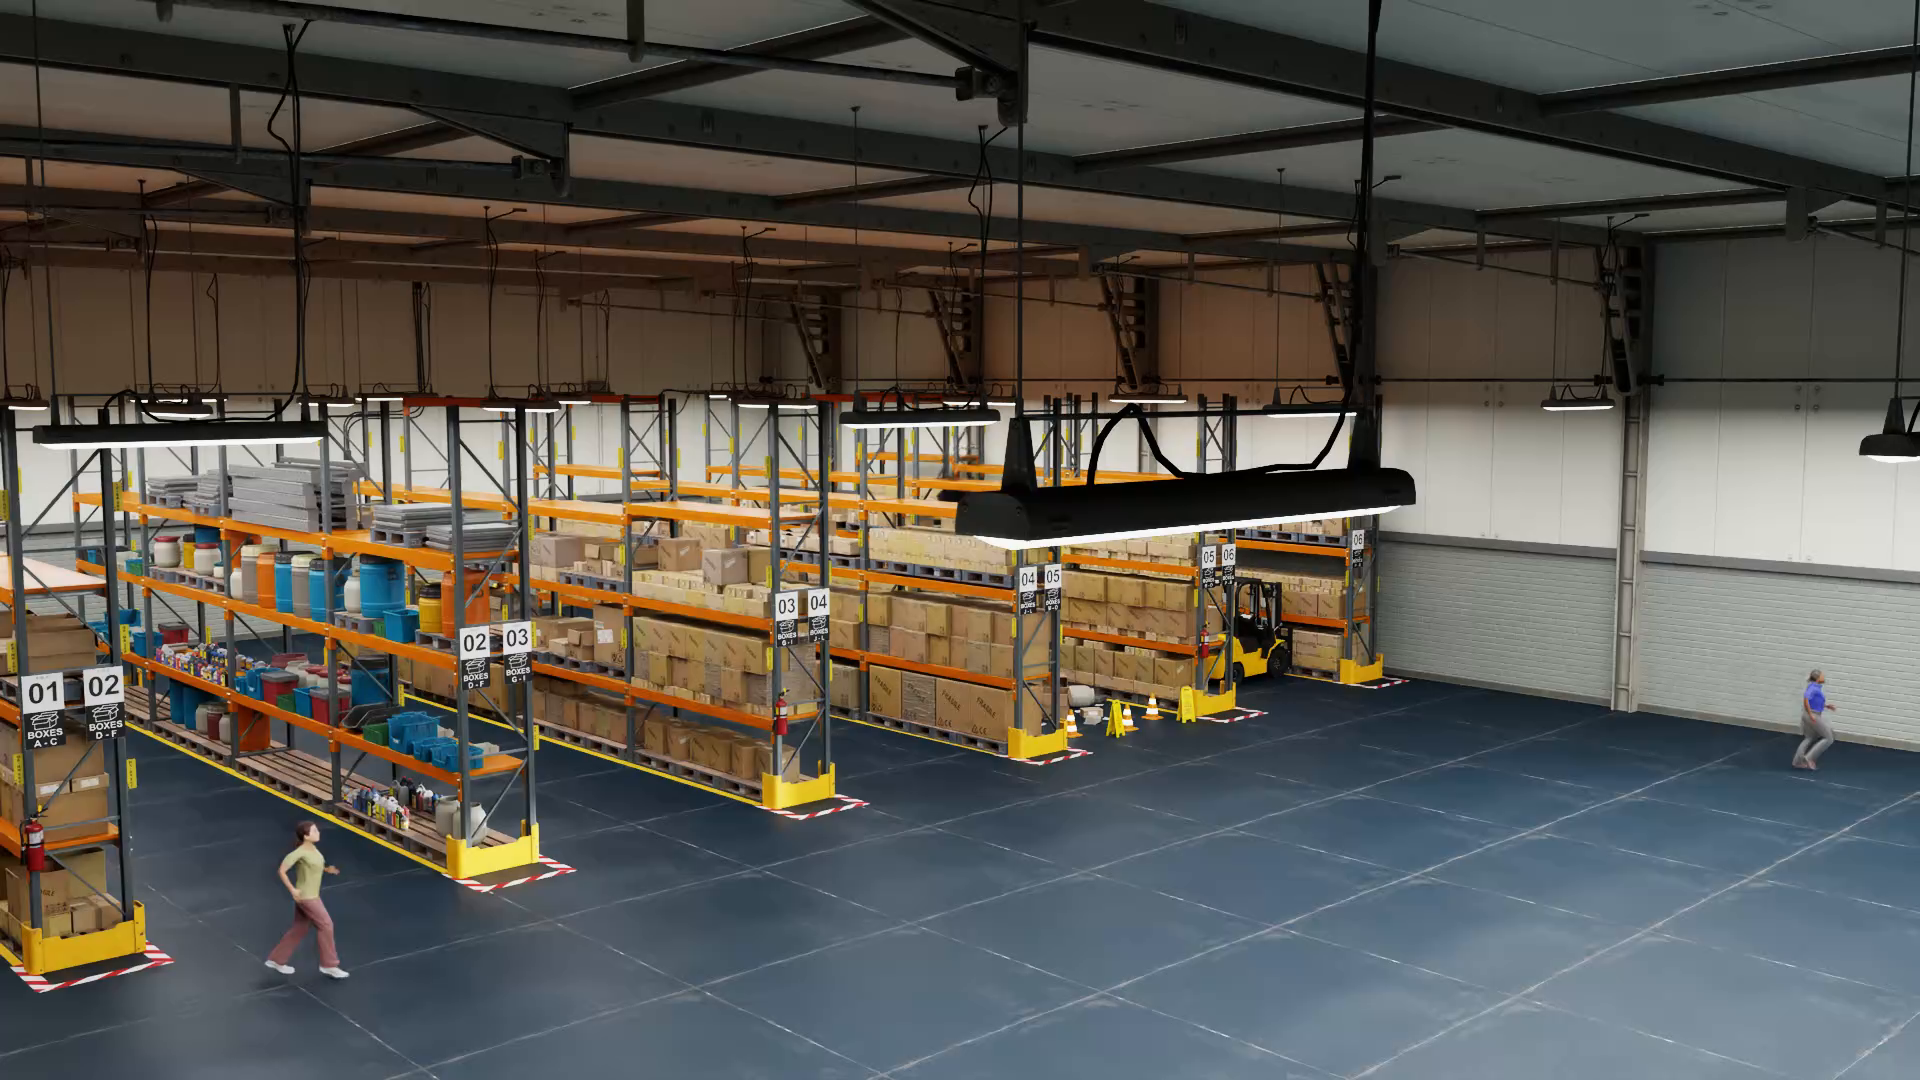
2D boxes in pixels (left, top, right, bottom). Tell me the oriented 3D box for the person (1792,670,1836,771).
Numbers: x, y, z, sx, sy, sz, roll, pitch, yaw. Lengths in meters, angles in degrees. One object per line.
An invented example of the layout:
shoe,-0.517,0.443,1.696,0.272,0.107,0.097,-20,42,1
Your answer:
person,13.877,2.917,26.966,0.646,1.645,0.578,1,6,12

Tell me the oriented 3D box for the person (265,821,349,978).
person,-6.922,3.803,17.571,0.839,1.696,0.569,-2,6,-15

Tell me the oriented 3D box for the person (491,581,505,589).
person,-11.090,1.639,39.763,0.838,1.692,0.679,1,6,6
